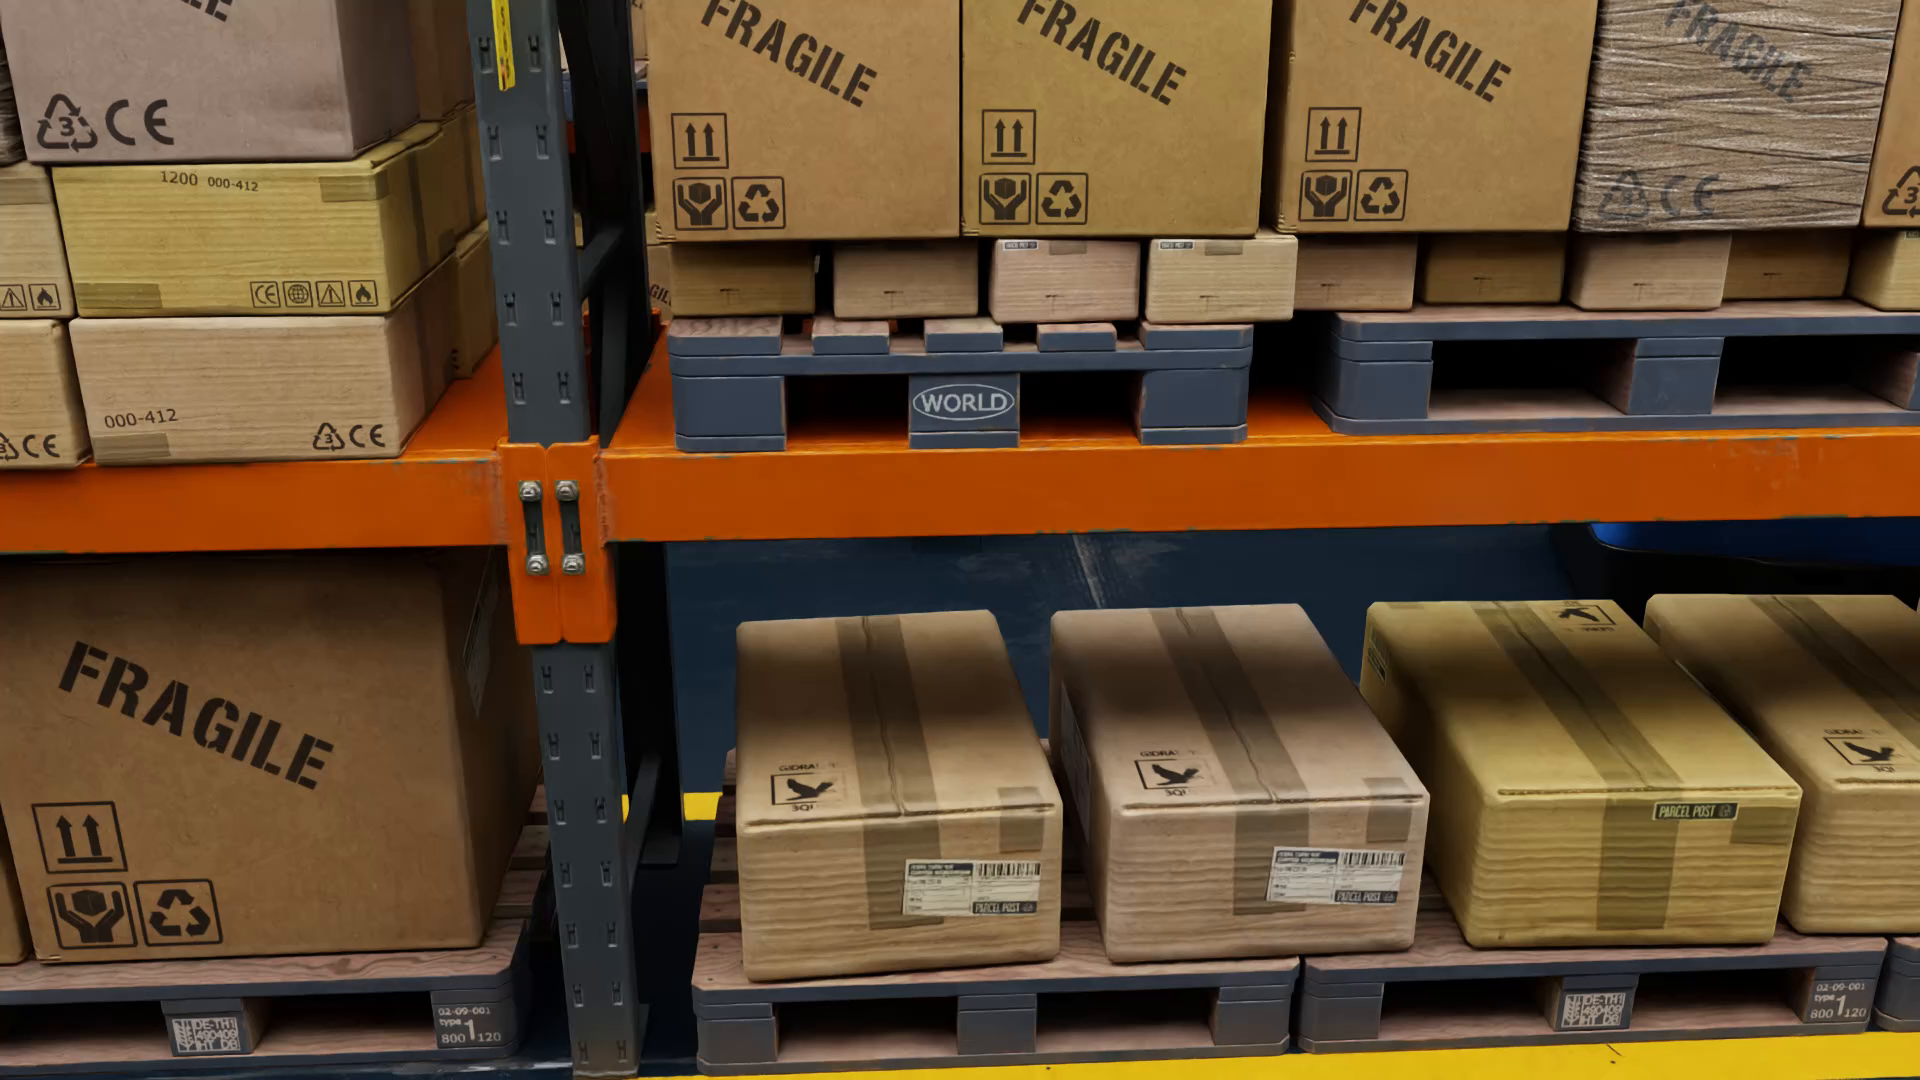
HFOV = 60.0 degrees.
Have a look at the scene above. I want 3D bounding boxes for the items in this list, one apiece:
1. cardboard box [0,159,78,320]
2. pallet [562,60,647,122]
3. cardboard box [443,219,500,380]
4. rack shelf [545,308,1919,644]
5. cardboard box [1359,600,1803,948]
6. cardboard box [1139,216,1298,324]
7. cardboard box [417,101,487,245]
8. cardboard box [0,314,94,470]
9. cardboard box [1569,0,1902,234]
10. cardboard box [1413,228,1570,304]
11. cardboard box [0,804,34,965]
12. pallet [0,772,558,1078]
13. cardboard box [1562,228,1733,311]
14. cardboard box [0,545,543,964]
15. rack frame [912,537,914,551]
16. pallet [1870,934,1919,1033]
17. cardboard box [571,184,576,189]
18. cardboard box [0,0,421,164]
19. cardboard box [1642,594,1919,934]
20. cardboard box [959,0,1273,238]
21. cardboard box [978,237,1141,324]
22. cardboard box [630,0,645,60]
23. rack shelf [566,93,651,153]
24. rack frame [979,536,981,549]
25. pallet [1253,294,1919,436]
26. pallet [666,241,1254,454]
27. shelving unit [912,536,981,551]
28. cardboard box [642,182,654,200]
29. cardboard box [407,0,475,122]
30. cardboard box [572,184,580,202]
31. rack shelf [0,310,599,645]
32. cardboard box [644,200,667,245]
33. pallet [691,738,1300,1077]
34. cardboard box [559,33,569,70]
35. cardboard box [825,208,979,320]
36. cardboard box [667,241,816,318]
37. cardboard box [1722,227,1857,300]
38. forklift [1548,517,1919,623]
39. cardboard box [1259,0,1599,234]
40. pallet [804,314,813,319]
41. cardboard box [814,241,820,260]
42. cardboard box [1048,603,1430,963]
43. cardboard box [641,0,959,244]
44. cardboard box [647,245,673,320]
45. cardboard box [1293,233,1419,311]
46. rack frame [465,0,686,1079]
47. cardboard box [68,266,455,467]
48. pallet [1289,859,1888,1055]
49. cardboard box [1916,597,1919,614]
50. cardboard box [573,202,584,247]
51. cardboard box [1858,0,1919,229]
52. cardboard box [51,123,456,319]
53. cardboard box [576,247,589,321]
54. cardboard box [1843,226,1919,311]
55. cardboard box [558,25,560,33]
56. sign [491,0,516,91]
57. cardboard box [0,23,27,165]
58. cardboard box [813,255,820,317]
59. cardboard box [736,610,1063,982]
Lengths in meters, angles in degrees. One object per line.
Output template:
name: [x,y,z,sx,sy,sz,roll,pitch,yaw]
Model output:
cardboard box: [-1.714,-0.558,2.879,0.500,0.250,0.500,-2,21,-4]
pallet: [-1.693,-2.141,7.799,1.003,0.211,1.213,-1,21,-3]
cardboard box: [-1.236,-0.516,3.471,0.500,0.250,0.500,-2,21,-4]
rack shelf: [1.264,-0.211,3.470,4.000,0.370,1.077,-1,21,-3]
cardboard box: [1.325,0.486,3.731,0.625,0.372,0.950,0,21,-1]
cardboard box: [0.438,-0.507,3.000,0.250,0.149,0.380,-1,21,-3]
cardboard box: [-1.253,-0.747,3.376,0.500,0.250,0.500,-1,21,-3]
cardboard box: [-1.732,-0.318,2.951,0.500,0.250,0.500,-1,21,-2]
cardboard box: [1.279,-0.849,2.986,0.500,0.500,0.500,-2,21,-5]
cardboard box: [0.954,-0.559,3.137,0.250,0.149,0.380,0,21,-1]
cardboard box: [-2.318,0.291,3.536,0.875,0.875,0.875,-1,21,-2]
pallet: [-1.525,0.786,3.760,1.213,0.211,1.003,-1,21,-3]
cardboard box: [1.218,-0.541,3.090,0.250,0.149,0.380,-1,21,-1]
cardboard box: [-1.428,0.275,3.579,0.875,0.875,0.875,-1,21,-4]
rack frame: [-0.175,-0.487,5.925,0.008,1.050,0.200,-1,21,-3]
pallet: [2.483,0.732,3.902,1.213,0.211,1.003,-1,21,-3]
cardboard box: [-2.069,-1.672,8.307,0.250,0.149,0.380,-1,21,-2]
cardboard box: [-1.234,-0.917,2.768,0.500,0.500,0.500,-2,21,-5]
cardboard box: [2.019,0.472,3.770,0.625,0.372,0.950,0,21,0]
cardboard box: [0.249,-0.828,2.932,0.500,0.500,0.500,0,21,0]
cardboard box: [0.162,-0.509,3.005,0.250,0.149,0.380,-3,21,-7]
cardboard box: [-1.543,-2.558,7.892,0.500,0.500,0.500,0,21,-1]
rack shelf: [-3.017,-1.893,7.888,4.000,0.370,1.077,-1,21,-3]
rack frame: [0.068,-0.492,5.938,0.008,1.050,0.200,-1,21,-3]
pallet: [1.241,-0.472,3.413,1.213,0.211,1.003,-1,21,-3]
pallet: [-0.028,-0.469,3.407,1.003,0.211,1.213,-1,21,-3]
shelving unit: [-0.053,-0.490,5.931,0.252,1.050,0.215,-1,21,-3]
cardboard box: [-1.559,-1.701,8.384,0.250,0.149,0.380,0,21,0]
cardboard box: [-1.240,-1.097,3.241,0.500,0.500,0.500,-2,21,-5]
cardboard box: [-1.825,-1.705,8.395,0.250,0.149,0.380,-1,21,-1]
rack shelf: [-2.730,-0.130,3.257,4.000,0.370,1.077,-1,21,-3]
cardboard box: [-1.499,-1.501,7.858,0.250,0.149,0.380,-2,21,-6]
pallet: [0.047,0.781,3.772,1.213,0.211,1.003,-1,21,-3]
cardboard box: [-1.654,-2.199,7.443,0.250,0.149,0.380,-1,21,-2]
cardboard box: [-0.114,-0.520,3.033,0.250,0.149,0.380,-2,21,-6]
cardboard box: [-0.398,-0.526,3.049,0.250,0.149,0.380,-2,21,-6]
cardboard box: [1.474,-0.574,3.175,0.250,0.149,0.380,-2,21,-5]
forklift: [3.571,-1.136,4.987,3.031,2.935,1.130,4,21,10]
cardboard box: [0.779,-0.842,2.967,0.500,0.500,0.500,-1,21,-2]
pallet: [-0.196,-0.969,8.370,1.213,0.211,1.003,-1,21,-3]
cardboard box: [-0.419,-0.675,3.442,0.250,0.149,0.380,0,21,-1]
cardboard box: [0.568,0.500,3.696,0.625,0.372,0.950,-2,21,-4]
cardboard box: [-0.271,-0.815,2.898,0.500,0.500,0.500,-2,21,-5]
cardboard box: [-1.430,-1.213,8.013,0.500,0.500,0.500,-1,21,-1]
cardboard box: [0.674,-0.540,3.086,0.250,0.149,0.380,0,21,0]
rack frame: [-0.733,-0.506,3.235,0.127,3.000,1.000,-1,21,-3]
cardboard box: [-1.223,-0.334,2.993,0.500,0.250,0.500,-2,21,-5]
pallet: [1.262,0.758,3.834,1.213,0.211,1.003,-1,21,-3]
cardboard box: [2.737,0.456,3.811,0.625,0.372,0.950,-1,21,-2]
cardboard box: [-1.770,-1.484,7.815,0.250,0.149,0.380,-2,21,-6]
cardboard box: [1.802,-0.860,3.015,0.500,0.500,0.500,0,21,-1]
cardboard box: [-1.202,-0.570,2.910,0.500,0.250,0.500,-1,21,-3]
cardboard box: [-1.930,-1.206,7.996,0.500,0.500,0.500,-1,21,-4]
cardboard box: [1.743,-0.542,3.093,0.250,0.149,0.380,-1,21,-3]
cardboard box: [-2.055,-2.259,7.460,0.500,0.250,0.500,-2,21,-6]
sign: [-0.698,-0.850,2.512,0.005,0.325,0.100,-1,21,-3]
cardboard box: [-1.746,-0.904,2.733,0.500,0.500,0.500,-1,21,-2]
cardboard box: [-0.397,-1.364,8.235,0.625,0.625,0.875,-1,21,-1]
cardboard box: [-0.169,0.517,3.649,0.625,0.372,0.950,-3,21,-7]
